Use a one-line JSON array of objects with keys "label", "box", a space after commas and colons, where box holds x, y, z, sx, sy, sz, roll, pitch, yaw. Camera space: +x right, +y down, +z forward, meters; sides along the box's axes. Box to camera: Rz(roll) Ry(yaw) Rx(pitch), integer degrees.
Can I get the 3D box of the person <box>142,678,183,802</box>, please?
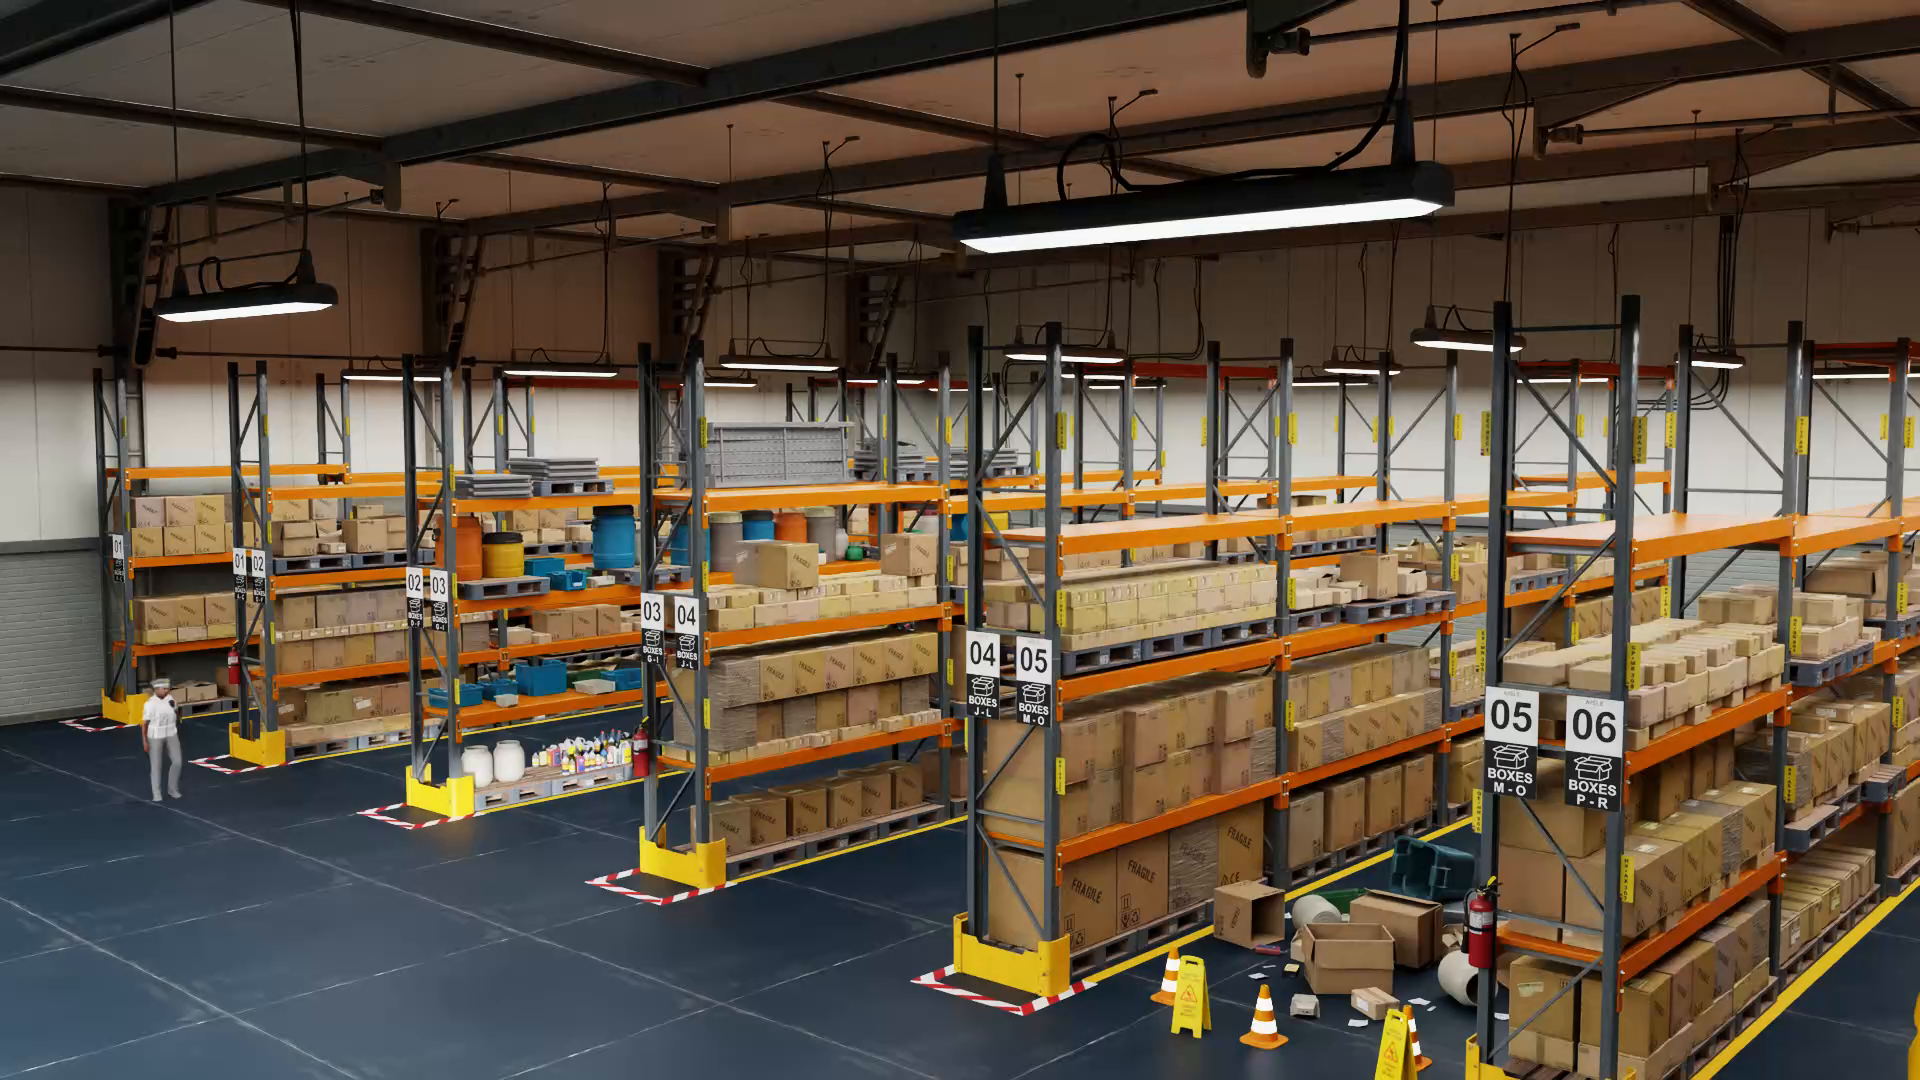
[{"label": "person", "box": [-10.808, 2.718, 22.504, 0.364, 1.738, 0.531, 3, 5, 36]}]
